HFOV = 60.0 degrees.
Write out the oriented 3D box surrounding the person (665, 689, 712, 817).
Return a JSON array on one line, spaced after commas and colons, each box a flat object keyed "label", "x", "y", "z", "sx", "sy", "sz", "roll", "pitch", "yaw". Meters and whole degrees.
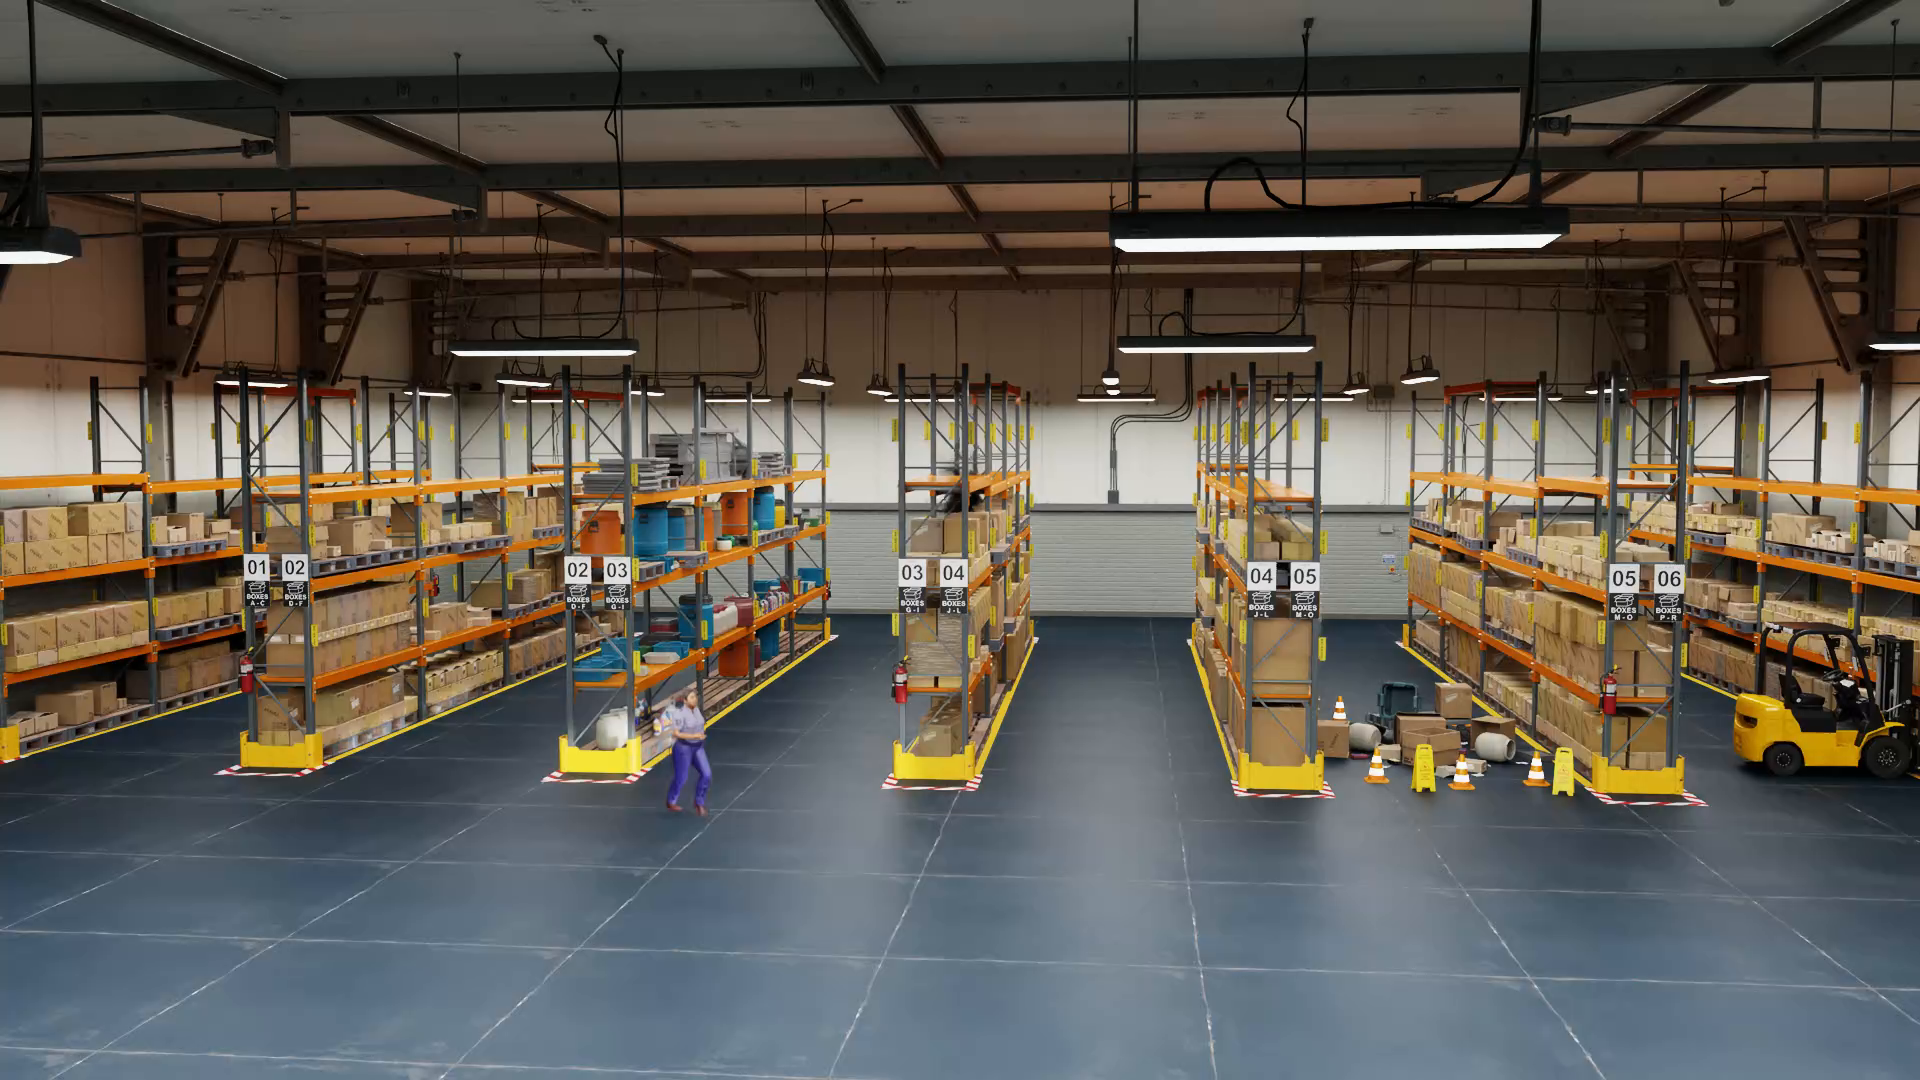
[{"label": "person", "x": -3.542, "y": 2.807, "z": 21.753, "sx": 0.739, "sy": 1.704, "sz": 0.613, "roll": 3, "pitch": 5, "yaw": 39}]
